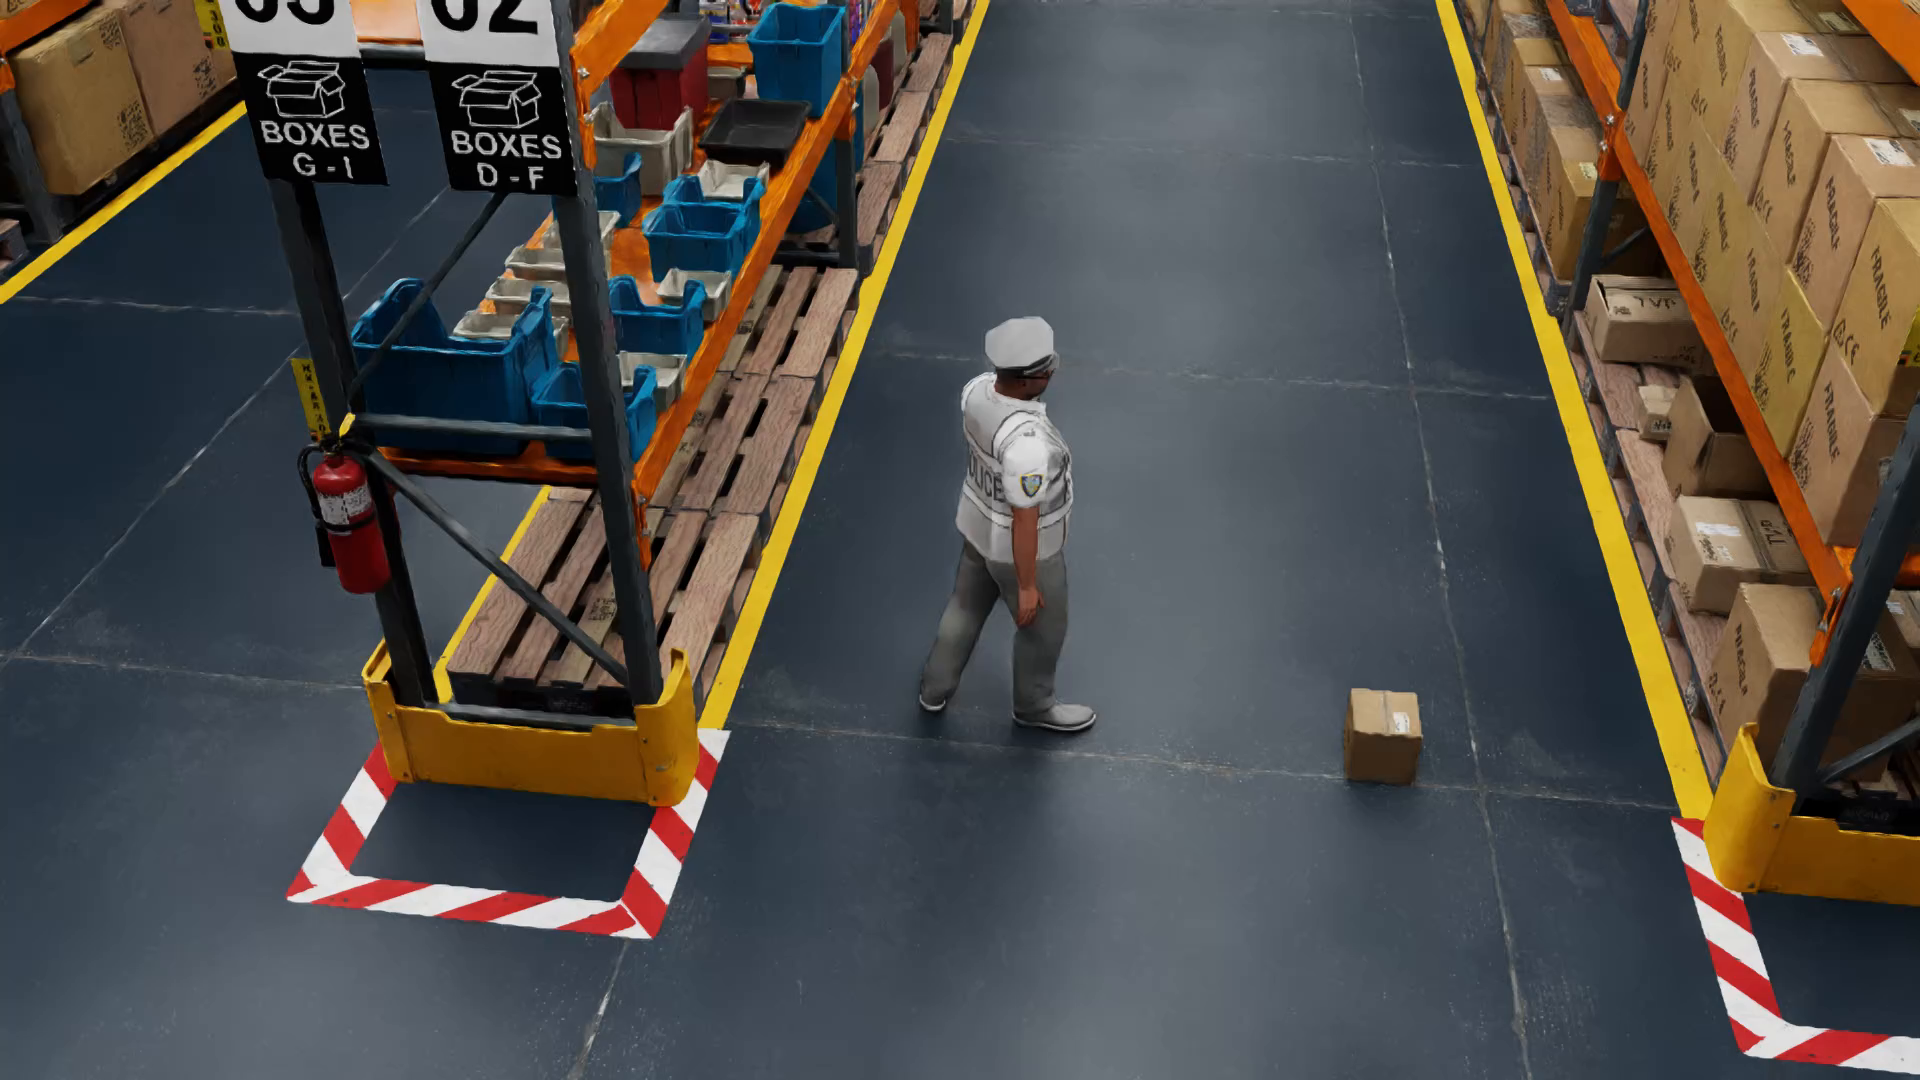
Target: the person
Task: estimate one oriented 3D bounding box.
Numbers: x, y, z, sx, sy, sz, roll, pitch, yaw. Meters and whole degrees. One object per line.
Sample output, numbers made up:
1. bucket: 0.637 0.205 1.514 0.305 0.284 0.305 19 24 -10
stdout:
1. person: 0.162 -0.029 6.174 0.587 1.752 0.711 -19 40 -24
